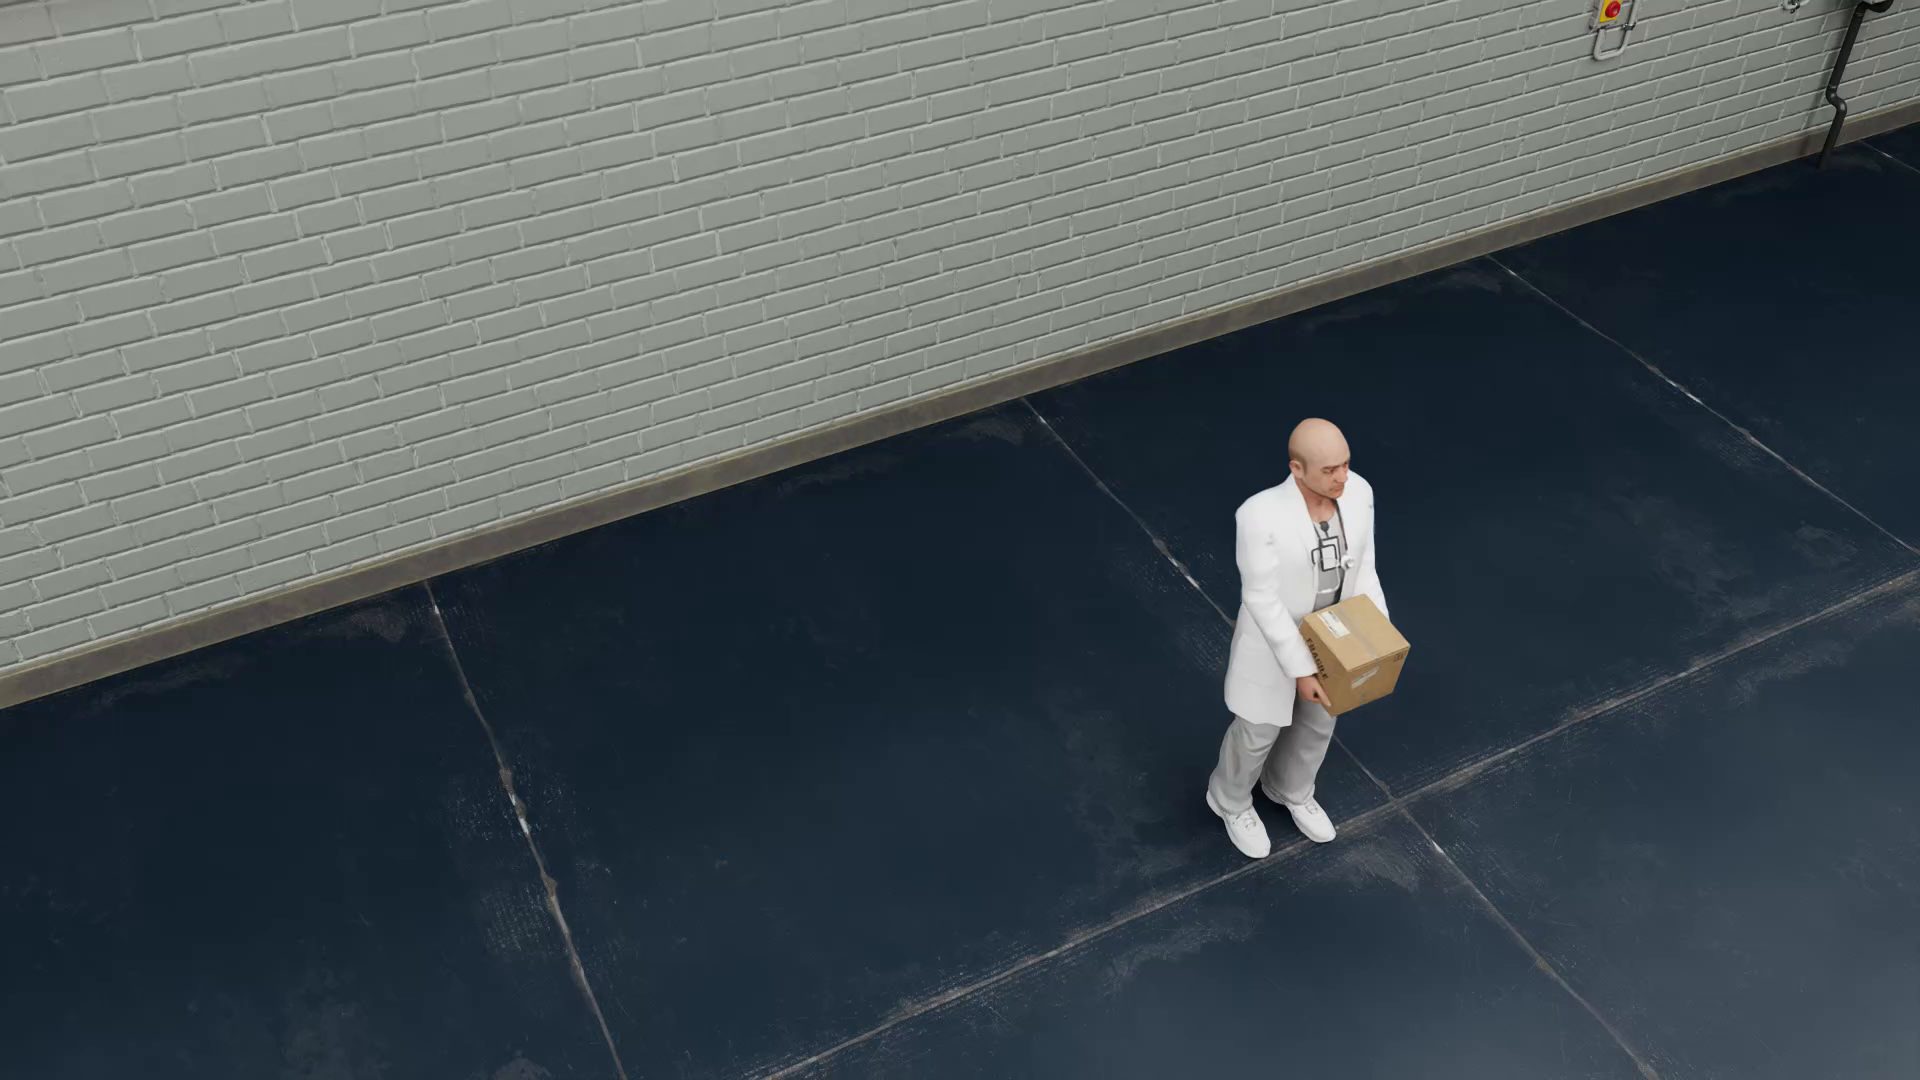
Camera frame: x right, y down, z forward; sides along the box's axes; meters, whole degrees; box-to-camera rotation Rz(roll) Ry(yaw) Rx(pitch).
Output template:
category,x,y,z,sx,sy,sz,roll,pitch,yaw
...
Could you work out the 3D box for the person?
category,x,y,z,sx,sy,sz,roll,pitch,yaw
person,1.175,0.347,5.768,0.644,1.772,0.425,-21,45,-23
